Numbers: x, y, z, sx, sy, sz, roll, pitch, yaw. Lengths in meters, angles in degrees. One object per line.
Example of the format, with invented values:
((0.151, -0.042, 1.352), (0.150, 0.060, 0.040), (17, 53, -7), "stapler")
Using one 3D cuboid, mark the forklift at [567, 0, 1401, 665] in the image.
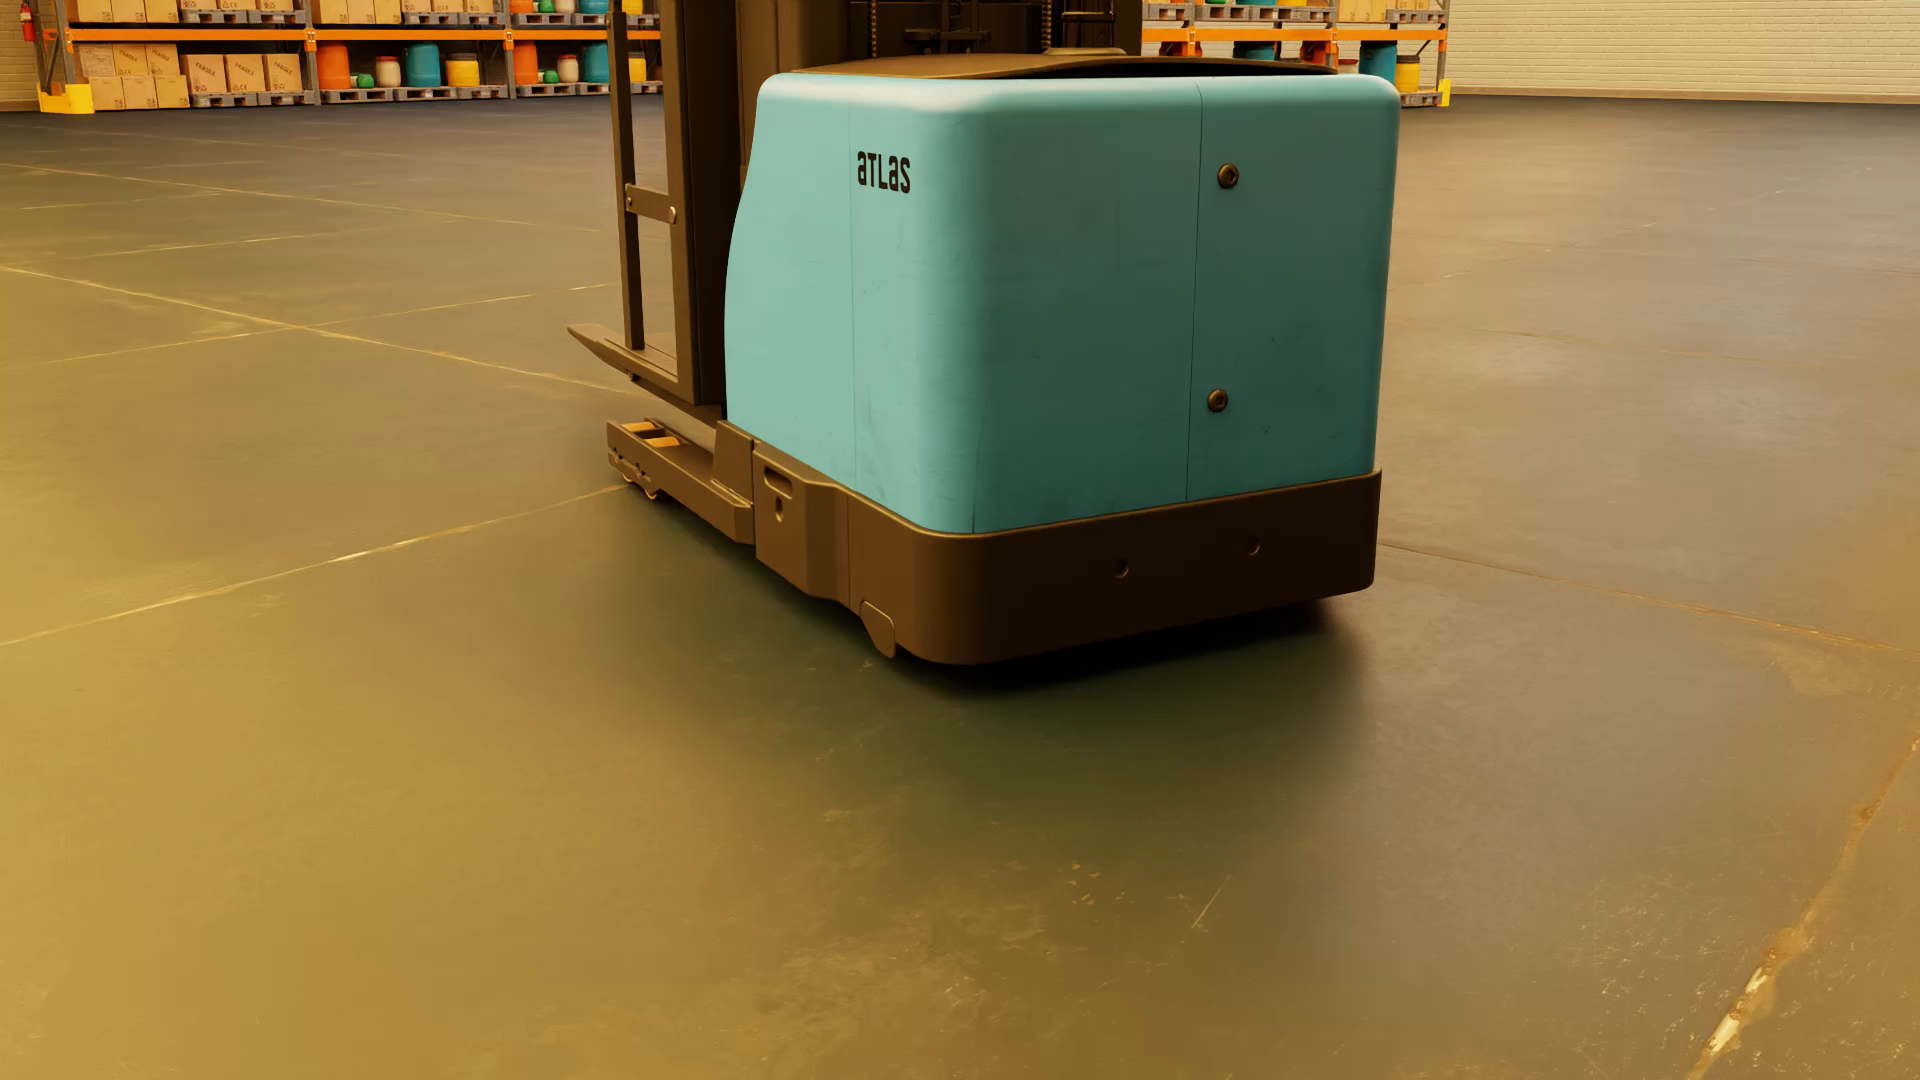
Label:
((-0.288, -1.559, 4.031), (1.130, 2.935, 3.031), (-9, 19, -27), "forklift")
